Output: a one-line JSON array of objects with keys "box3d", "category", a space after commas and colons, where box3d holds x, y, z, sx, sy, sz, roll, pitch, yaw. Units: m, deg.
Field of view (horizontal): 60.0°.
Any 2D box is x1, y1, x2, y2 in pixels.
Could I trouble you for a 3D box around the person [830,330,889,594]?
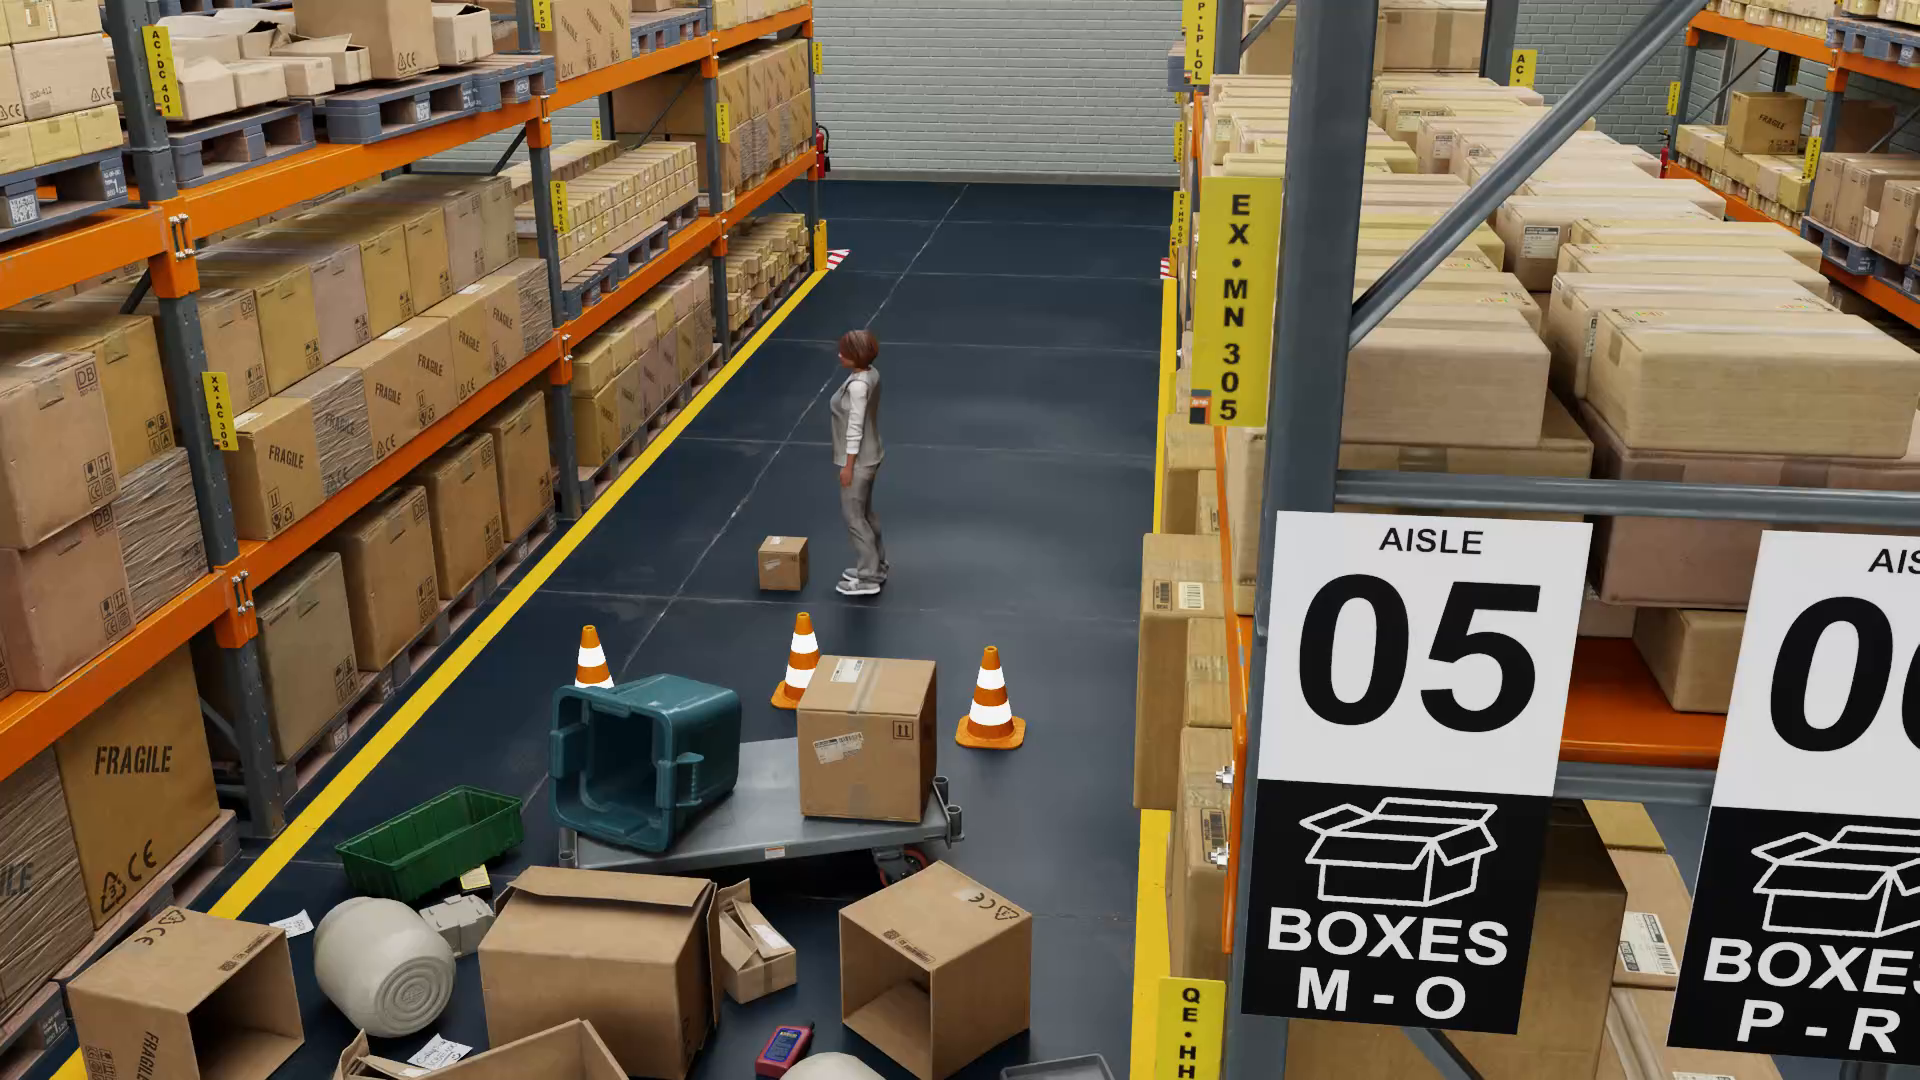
[{"box3d": [-0.594, -0.456, 9.761, 0.308, 1.596, 0.405, 3, 22, 8], "category": "person"}]
